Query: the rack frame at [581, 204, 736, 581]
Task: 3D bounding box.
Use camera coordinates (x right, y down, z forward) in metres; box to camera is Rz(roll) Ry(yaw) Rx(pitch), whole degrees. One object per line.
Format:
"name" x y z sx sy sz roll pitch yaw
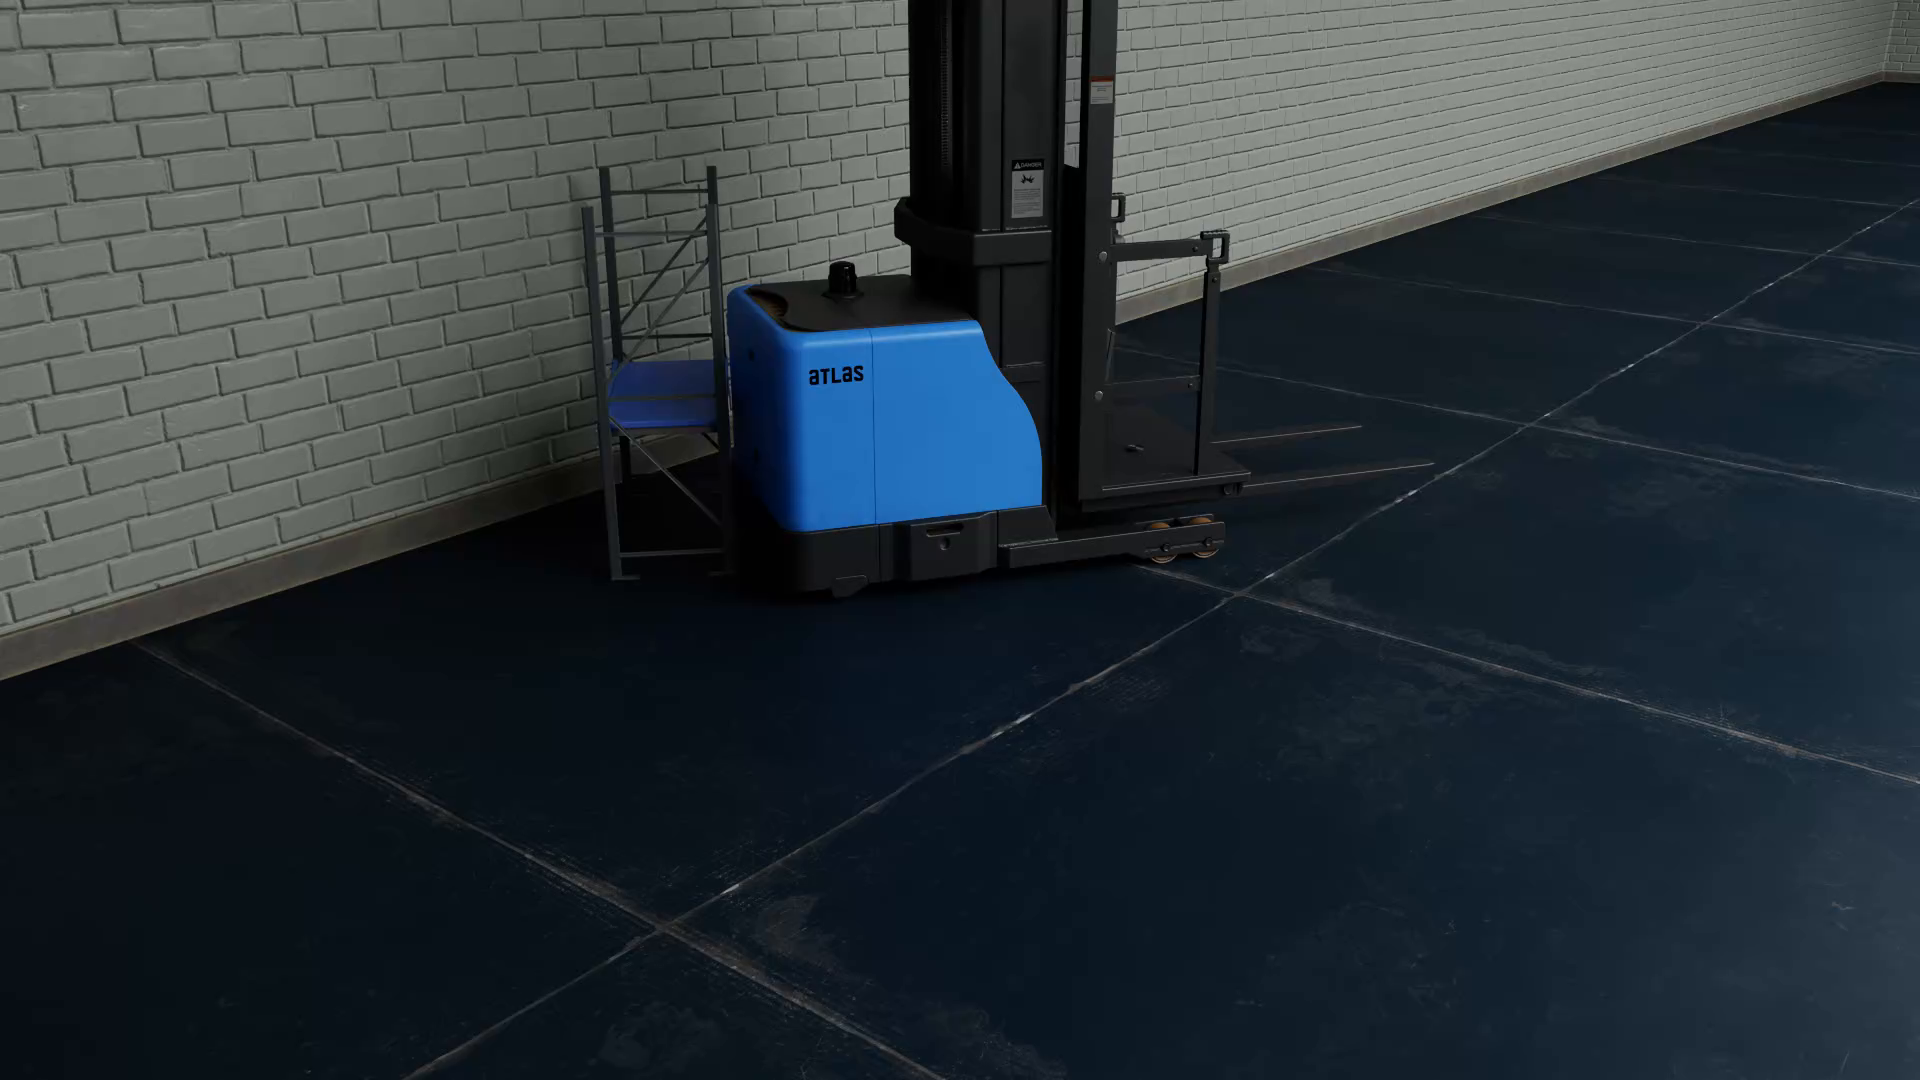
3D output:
"rack frame" -1.167 -0.553 6.510 0.500 1.500 0.032 -3 21 -7

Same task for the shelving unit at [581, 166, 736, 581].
"shelving unit" -1.236 -0.731 6.982 0.538 1.500 1.048 -3 21 -7

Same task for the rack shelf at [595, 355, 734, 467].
"rack shelf" -1.236 -0.563 7.045 0.538 0.185 1.000 -3 21 -7

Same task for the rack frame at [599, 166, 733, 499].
"rack frame" -1.306 -0.909 7.453 0.500 1.500 0.032 -3 21 -7

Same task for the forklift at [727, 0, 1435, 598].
"forklift" 0.589 -1.443 6.841 3.031 2.935 1.130 -7 22 -18
